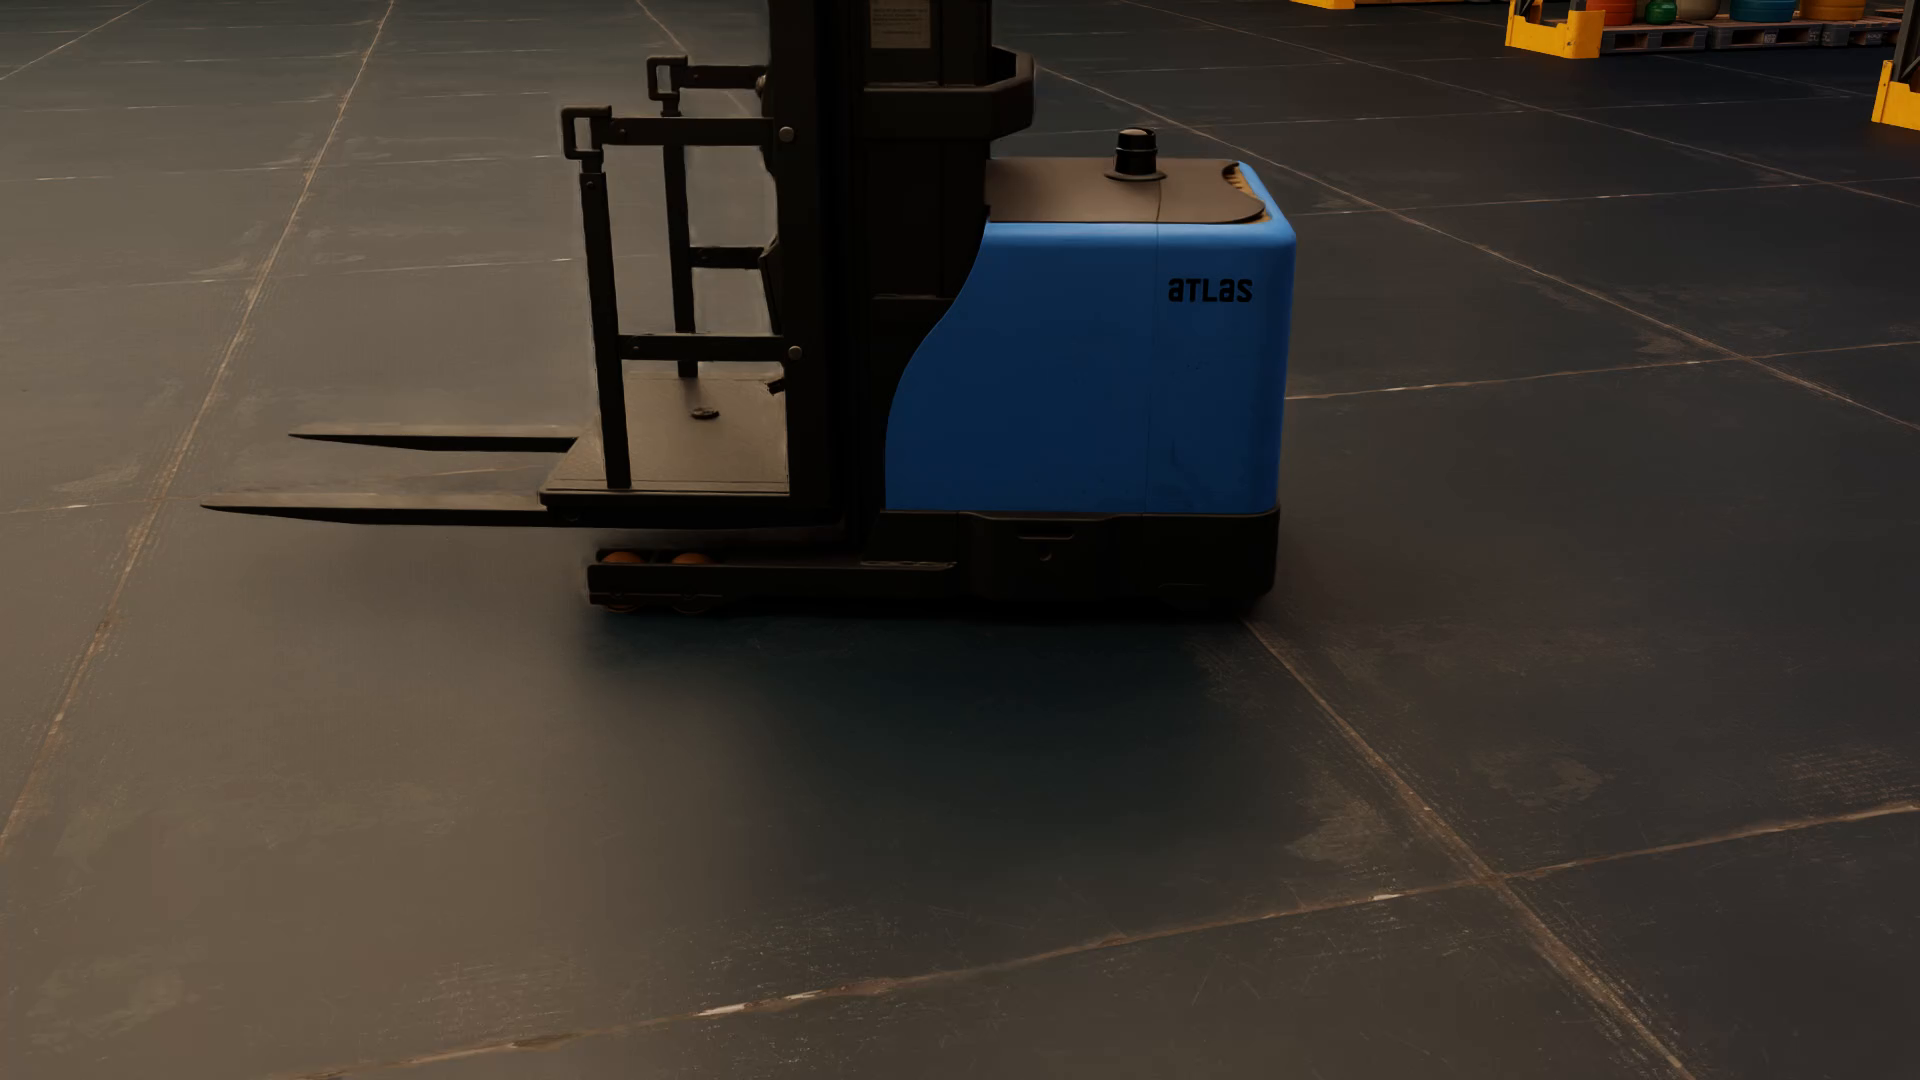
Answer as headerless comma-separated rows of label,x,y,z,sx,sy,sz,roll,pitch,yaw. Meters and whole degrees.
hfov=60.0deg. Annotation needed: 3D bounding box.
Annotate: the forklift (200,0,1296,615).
forklift,-0.633,-1.350,4.482,3.031,2.935,1.130,1,23,2
